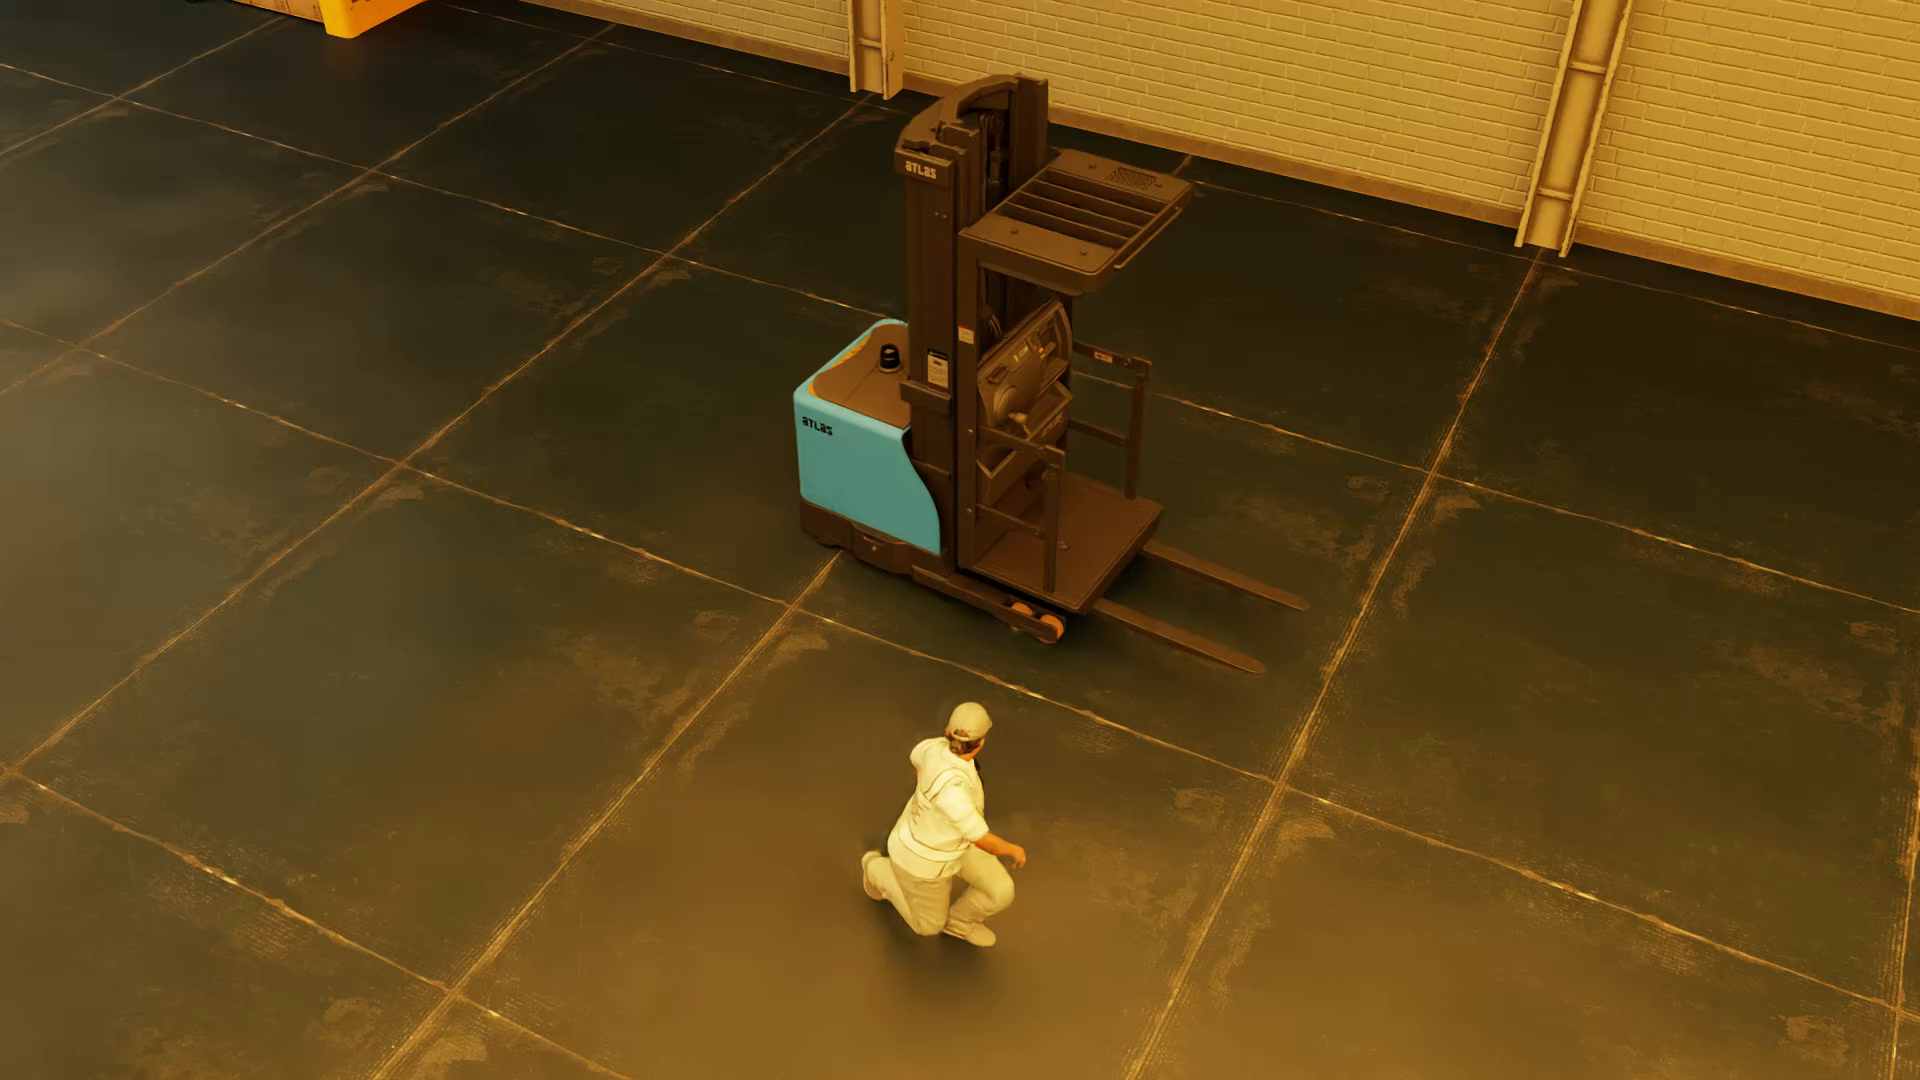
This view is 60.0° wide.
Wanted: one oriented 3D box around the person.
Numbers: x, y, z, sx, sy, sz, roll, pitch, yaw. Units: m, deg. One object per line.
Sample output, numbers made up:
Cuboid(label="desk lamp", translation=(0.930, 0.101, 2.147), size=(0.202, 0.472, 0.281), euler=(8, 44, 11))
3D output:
Cuboid(label="person", translation=(-0.083, 1.310, 7.629), size=(0.831, 1.440, 0.598), euler=(15, 42, 17))

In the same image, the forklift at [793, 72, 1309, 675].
Cuboid(label="forklift", translation=(0.535, -0.919, 9.078), size=(3.031, 2.935, 1.130), euler=(22, 45, 24))
